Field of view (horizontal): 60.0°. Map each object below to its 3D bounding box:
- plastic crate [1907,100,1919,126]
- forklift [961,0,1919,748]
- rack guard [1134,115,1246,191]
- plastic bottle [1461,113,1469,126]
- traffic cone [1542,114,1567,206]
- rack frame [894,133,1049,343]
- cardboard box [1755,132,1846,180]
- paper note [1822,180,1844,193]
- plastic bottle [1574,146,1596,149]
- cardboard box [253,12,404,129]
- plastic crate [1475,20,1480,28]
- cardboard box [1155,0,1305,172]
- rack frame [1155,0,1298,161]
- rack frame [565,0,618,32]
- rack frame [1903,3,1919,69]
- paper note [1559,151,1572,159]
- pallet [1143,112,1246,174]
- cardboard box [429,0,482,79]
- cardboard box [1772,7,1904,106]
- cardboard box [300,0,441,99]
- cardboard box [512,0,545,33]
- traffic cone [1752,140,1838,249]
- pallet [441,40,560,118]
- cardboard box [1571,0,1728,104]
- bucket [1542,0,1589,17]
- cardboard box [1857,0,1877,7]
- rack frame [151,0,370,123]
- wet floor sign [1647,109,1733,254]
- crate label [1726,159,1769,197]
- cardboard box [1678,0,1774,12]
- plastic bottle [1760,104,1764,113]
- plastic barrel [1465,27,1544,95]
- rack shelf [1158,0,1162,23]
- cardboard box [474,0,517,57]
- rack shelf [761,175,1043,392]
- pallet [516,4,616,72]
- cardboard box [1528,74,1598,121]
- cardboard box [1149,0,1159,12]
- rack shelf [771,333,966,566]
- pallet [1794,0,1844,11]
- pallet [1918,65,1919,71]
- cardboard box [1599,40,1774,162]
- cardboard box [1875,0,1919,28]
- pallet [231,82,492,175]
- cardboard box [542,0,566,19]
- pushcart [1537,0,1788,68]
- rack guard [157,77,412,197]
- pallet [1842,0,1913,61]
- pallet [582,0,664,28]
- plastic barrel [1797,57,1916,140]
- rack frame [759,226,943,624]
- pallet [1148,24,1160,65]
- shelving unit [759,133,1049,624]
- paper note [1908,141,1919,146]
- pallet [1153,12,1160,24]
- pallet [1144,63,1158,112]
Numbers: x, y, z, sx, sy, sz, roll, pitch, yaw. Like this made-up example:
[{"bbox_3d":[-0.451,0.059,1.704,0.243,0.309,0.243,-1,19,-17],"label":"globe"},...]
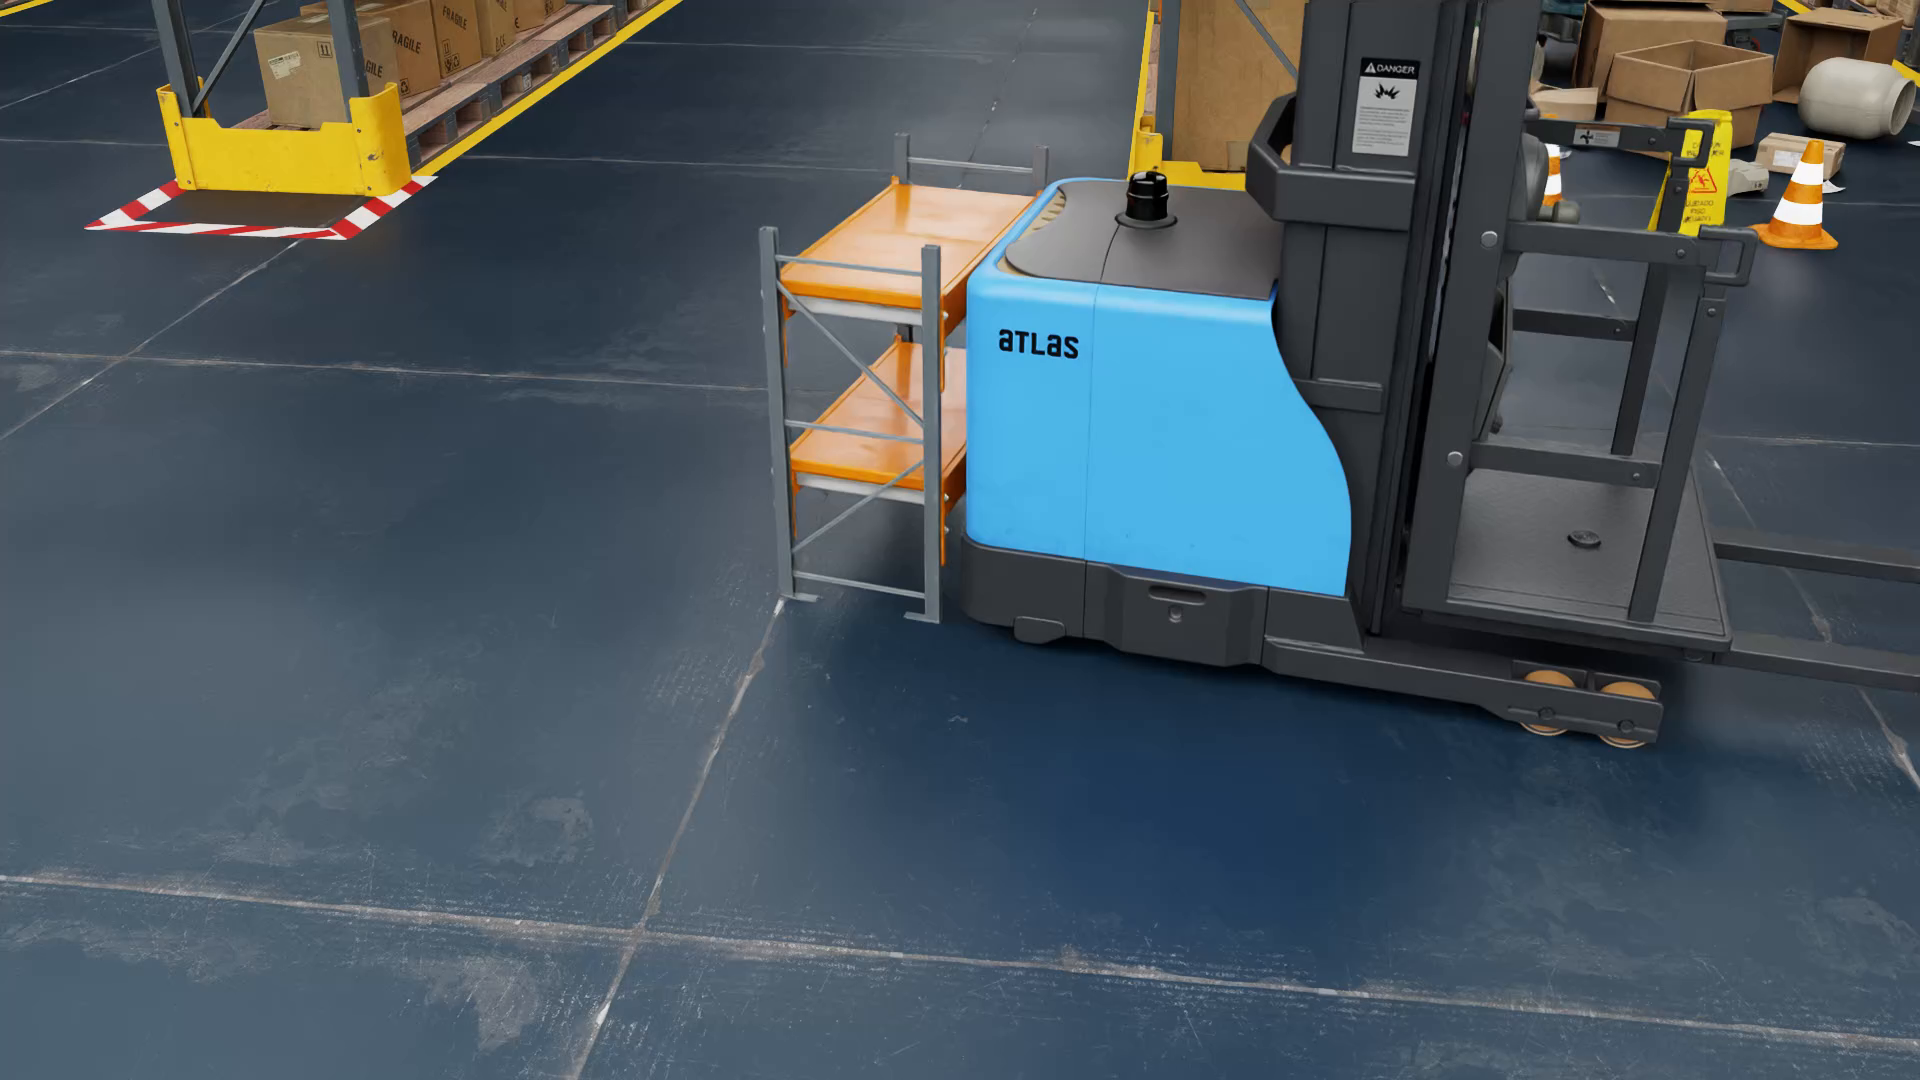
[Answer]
[{"bbox_3d":[5.827,-2.485,9.778,0.402,0.080,0.583,-6,29,-11],"label":"plastic crate"},{"bbox_3d":[1.578,-1.039,4.089,3.031,2.935,1.130,8,29,15],"label":"forklift"},{"bbox_3d":[1.416,-1.707,7.892,1.175,0.500,0.348,3,28,6],"label":"rack guard"},{"bbox_3d":[3.100,-2.478,9.785,0.283,0.061,0.133,-6,29,-11],"label":"plastic bottle"},{"bbox_3d":[2.893,-1.870,8.232,0.336,0.463,0.334,3,28,6],"label":"traffic cone"},{"bbox_3d":[0.033,-0.753,5.462,0.500,1.125,0.032,9,30,16],"label":"rack frame"},{"bbox_3d":[4.499,-2.058,8.913,0.380,0.149,0.250,20,34,32],"label":"cardboard box"},{"bbox_3d":[4.484,-1.832,8.619,0.148,0.019,0.142,-6,29,-11],"label":"paper note"},{"bbox_3d":[3.491,-2.280,9.419,0.133,0.061,0.283,-6,29,-11],"label":"plastic bottle"},{"bbox_3d":[-3.399,-2.532,8.980,0.500,0.500,0.500,9,30,16],"label":"cardboard box"},{"bbox_3d":[3.187,-3.331,11.175,0.450,0.188,0.662,9,28,37],"label":"plastic crate"},{"bbox_3d":[1.436,-2.391,8.324,0.875,0.875,0.875,4,29,6],"label":"cardboard box"},{"bbox_3d":[1.418,-2.819,7.320,1.000,3.000,0.127,3,28,6],"label":"rack frame"},{"bbox_3d":[-3.002,-5.038,11.438,1.000,3.000,0.127,3,28,6],"label":"rack frame"},{"bbox_3d":[6.834,-4.462,10.369,1.000,3.000,0.127,3,28,6],"label":"rack frame"},{"bbox_3d":[3.290,-2.131,9.175,0.144,0.017,0.142,14,31,24],"label":"paper note"},{"bbox_3d":[1.439,-1.972,8.688,1.003,0.211,1.213,3,28,6],"label":"pallet"},{"bbox_3d":[-3.264,-3.109,10.051,0.500,0.500,0.500,6,29,11],"label":"cardboard box"},{"bbox_3d":[5.352,-2.937,10.172,0.500,0.500,0.500,-24,36,-37],"label":"cardboard box"},{"bbox_3d":[-3.359,-2.816,9.506,0.500,0.500,0.500,11,30,19],"label":"cardboard box"},{"bbox_3d":[-3.153,-3.666,11.085,0.500,0.500,0.500,13,31,22],"label":"cardboard box"},{"bbox_3d":[3.973,-1.644,7.813,0.336,0.463,0.334,3,28,6],"label":"traffic cone"},{"bbox_3d":[-3.196,-2.916,10.440,1.003,0.211,1.213,3,28,6],"label":"pallet"},{"bbox_3d":[4.153,-2.954,10.060,0.797,0.637,0.503,3,28,6],"label":"cardboard box"},{"bbox_3d":[4.180,-3.732,10.863,0.726,0.611,0.620,14,21,24],"label":"bucket"},{"bbox_3d":[6.980,-4.075,11.980,0.950,0.372,0.625,5,29,9],"label":"cardboard box"},{"bbox_3d":[-3.492,-3.155,7.943,1.000,3.000,0.127,3,28,6],"label":"rack frame"},{"bbox_3d":[3.380,-1.654,7.639,0.267,0.644,0.232,-1,28,-3],"label":"wet floor sign"},{"bbox_3d":[4.007,-1.874,8.584,0.250,0.136,0.298,-11,30,-20],"label":"crate label"},{"bbox_3d":[5.063,-3.784,10.948,0.500,0.500,0.500,3,28,6],"label":"cardboard box"},{"bbox_3d":[4.814,-2.670,10.141,0.133,0.061,0.283,8,29,15],"label":"plastic bottle"},{"bbox_3d":[3.292,-2.944,10.269,0.421,0.421,0.512,-24,36,-37],"label":"plastic barrel"},{"bbox_3d":[1.664,-3.444,9.238,1.077,0.370,4.000,3,28,6],"label":"rack shelf"},{"bbox_3d":[-3.151,-3.369,10.534,0.500,0.500,0.500,1,28,2],"label":"cardboard box"},{"bbox_3d":[-0.130,-0.782,4.899,0.538,0.278,1.000,9,30,16],"label":"rack shelf"},{"bbox_3d":[-3.049,-3.492,11.509,1.003,0.211,1.213,3,28,6],"label":"pallet"},{"bbox_3d":[3.526,-2.582,9.763,0.396,0.266,0.258,8,29,15],"label":"cardboard box"},{"bbox_3d":[1.895,-4.194,11.801,1.050,0.750,0.750,3,28,6],"label":"cardboard box"},{"bbox_3d":[-0.130,-0.309,5.154,0.538,0.278,1.000,9,30,16],"label":"rack shelf"},{"bbox_3d":[7.075,-4.177,12.780,1.003,0.211,1.213,3,28,6],"label":"pallet"},{"bbox_3d":[6.786,-2.916,10.440,1.003,0.211,1.213,3,28,6],"label":"pallet"},{"bbox_3d":[4.046,-2.454,9.274,0.797,0.503,0.637,-17,33,-29],"label":"cardboard box"},{"bbox_3d":[6.895,-3.737,11.351,0.950,0.372,0.625,4,29,7],"label":"cardboard box"},{"bbox_3d":[-3.348,-2.343,9.377,1.003,0.211,1.213,3,28,6],"label":"pallet"},{"bbox_3d":[-3.090,-3.936,11.586,0.500,0.500,0.500,3,28,5],"label":"cardboard box"},{"bbox_3d":[4.565,-3.416,11.193,1.648,0.377,0.936,-6,29,-11],"label":"pushcart"},{"bbox_3d":[-3.482,-2.090,8.602,1.175,0.500,0.348,3,28,6],"label":"rack guard"},{"bbox_3d":[6.928,-3.601,11.711,1.003,0.211,1.213,3,28,6],"label":"pallet"},{"bbox_3d":[-2.908,-4.177,12.780,1.003,0.211,1.213,3,28,6],"label":"pallet"},{"bbox_3d":[5.094,-2.505,9.453,0.421,0.421,0.512,-24,36,-37],"label":"plastic barrel"},{"bbox_3d":[-0.292,-0.296,4.614,0.500,1.125,0.032,9,30,16],"label":"rack frame"},{"bbox_3d":[1.738,-3.121,10.820,1.003,0.211,1.213,3,28,6],"label":"pallet"},{"bbox_3d":[-0.130,-0.525,5.038,0.538,1.125,1.048,9,30,16],"label":"shelving unit"},{"bbox_3d":[5.451,-2.237,9.370,0.142,0.019,0.148,-6,29,-11],"label":"paper note"},{"bbox_3d":[1.928,-3.842,12.158,1.003,0.211,1.213,3,28,6],"label":"pallet"},{"bbox_3d":[1.591,-2.545,9.751,1.003,0.211,1.213,3,28,6],"label":"pallet"}]
